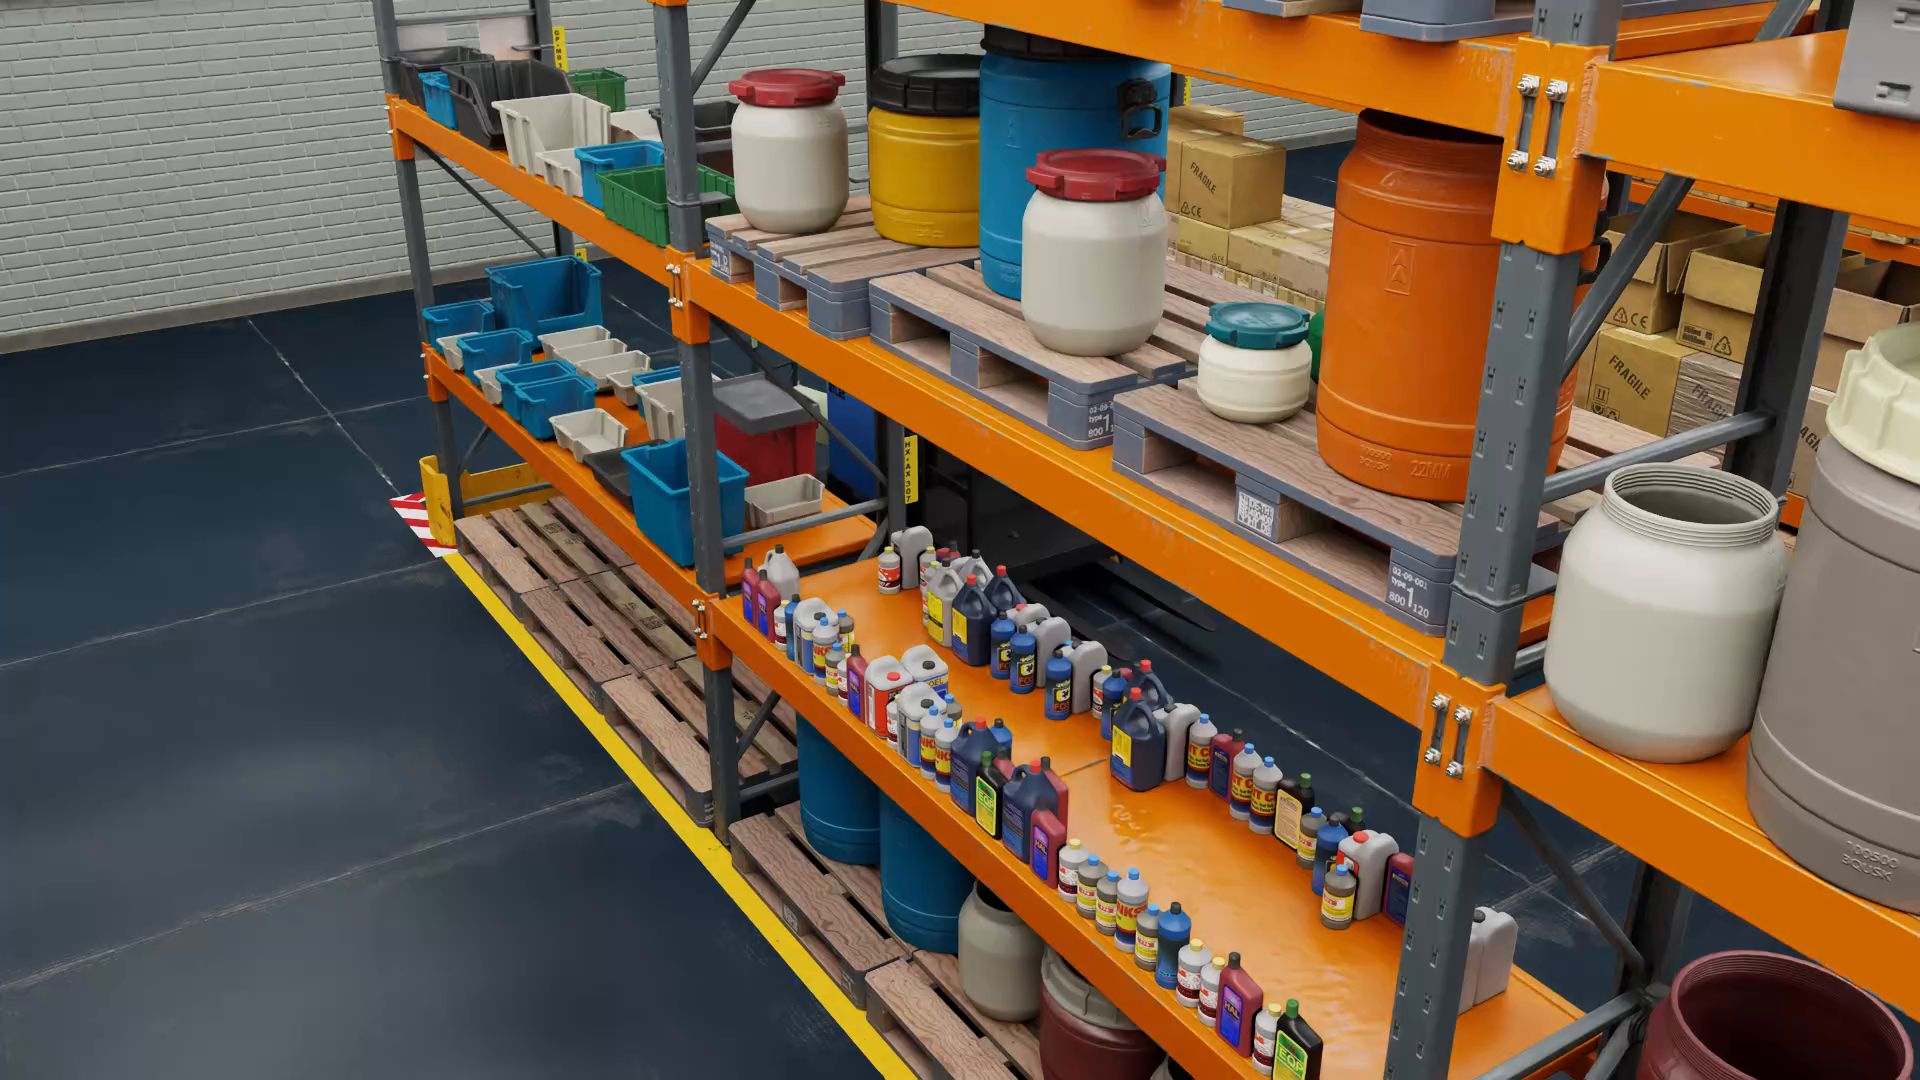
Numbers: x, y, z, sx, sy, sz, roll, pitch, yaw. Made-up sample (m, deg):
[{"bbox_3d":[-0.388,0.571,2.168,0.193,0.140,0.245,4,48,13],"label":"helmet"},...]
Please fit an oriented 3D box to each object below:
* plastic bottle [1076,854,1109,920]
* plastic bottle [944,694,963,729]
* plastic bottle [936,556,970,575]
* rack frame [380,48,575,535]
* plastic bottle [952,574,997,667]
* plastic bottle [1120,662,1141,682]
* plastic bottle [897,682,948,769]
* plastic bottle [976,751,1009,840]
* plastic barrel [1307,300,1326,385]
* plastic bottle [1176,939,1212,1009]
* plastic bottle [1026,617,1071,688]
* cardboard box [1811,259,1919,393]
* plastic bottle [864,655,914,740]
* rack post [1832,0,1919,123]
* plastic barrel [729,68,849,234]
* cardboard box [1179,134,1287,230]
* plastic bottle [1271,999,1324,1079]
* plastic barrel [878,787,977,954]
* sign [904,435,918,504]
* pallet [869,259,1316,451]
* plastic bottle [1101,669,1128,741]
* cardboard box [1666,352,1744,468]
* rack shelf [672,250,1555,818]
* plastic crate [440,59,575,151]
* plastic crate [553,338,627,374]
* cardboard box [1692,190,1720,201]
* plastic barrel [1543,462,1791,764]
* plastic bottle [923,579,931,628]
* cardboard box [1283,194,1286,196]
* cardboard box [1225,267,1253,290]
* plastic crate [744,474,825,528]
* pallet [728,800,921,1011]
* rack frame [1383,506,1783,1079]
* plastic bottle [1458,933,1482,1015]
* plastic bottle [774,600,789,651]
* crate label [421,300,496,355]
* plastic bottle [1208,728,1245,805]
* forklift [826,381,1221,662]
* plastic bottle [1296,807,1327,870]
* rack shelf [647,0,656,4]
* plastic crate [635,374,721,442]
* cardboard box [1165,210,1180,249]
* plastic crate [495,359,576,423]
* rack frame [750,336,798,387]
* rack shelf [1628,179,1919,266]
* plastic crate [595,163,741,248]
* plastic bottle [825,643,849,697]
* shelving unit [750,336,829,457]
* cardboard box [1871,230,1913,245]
[{"bbox_3d":[0.414,1.074,5.194,0.097,0.201,0.097,0,25,0],"label":"plastic bottle"},{"bbox_3d":[-0.039,0.658,6.074,0.097,0.201,0.097,0,25,0],"label":"plastic bottle"},{"bbox_3d":[-0.013,0.188,6.983,0.152,0.276,0.135,-16,29,-30],"label":"plastic bottle"},{"bbox_3d":[-2.882,-1.495,10.403,1.000,3.000,0.127,-16,29,-30],"label":"rack frame"},{"bbox_3d":[0.057,0.310,6.637,0.144,0.351,0.185,-16,29,-30],"label":"plastic bottle"},{"bbox_3d":[0.627,0.568,6.169,0.061,0.283,0.133,-16,29,-30],"label":"plastic bottle"},{"bbox_3d":[-0.133,0.660,5.983,0.152,0.276,0.135,-16,29,-30],"label":"plastic bottle"},{"bbox_3d":[0.109,0.851,5.569,0.061,0.283,0.133,-16,29,-30],"label":"plastic bottle"},{"bbox_3d":[1.099,-0.542,4.561,0.294,0.245,0.294,0,25,0],"label":"plastic barrel"},{"bbox_3d":[0.680,1.248,4.825,0.097,0.201,0.097,0,25,0],"label":"plastic bottle"},{"bbox_3d":[0.336,0.417,6.499,0.152,0.276,0.135,-16,29,-30],"label":"plastic bottle"},{"bbox_3d":[4.524,-1.024,8.113,0.797,0.503,0.637,-14,29,-28],"label":"cardboard box"},{"bbox_3d":[-0.260,0.577,6.158,0.152,0.276,0.135,-16,29,-30],"label":"plastic bottle"},{"bbox_3d":[2.522,-0.690,1.437,1.013,1.000,3.121,-16,29,-30],"label":"rack post"},{"bbox_3d":[-0.621,-1.425,6.091,0.433,0.535,0.433,0,25,0],"label":"plastic barrel"},{"bbox_3d":[1.864,-2.458,11.391,0.500,0.500,0.500,-16,30,-31],"label":"cardboard box"},{"bbox_3d":[0.907,1.374,4.462,0.061,0.283,0.133,-16,29,-30],"label":"plastic bottle"},{"bbox_3d":[-0.029,1.147,6.773,0.600,0.901,0.708,-16,29,-30],"label":"plastic barrel"},{"bbox_3d":[-0.237,-0.317,7.583,0.100,0.325,0.005,-16,29,-30],"label":"sign"},{"bbox_3d":[0.433,-0.673,5.369,1.003,0.211,1.213,-16,29,-30],"label":"pallet"},{"bbox_3d":[0.570,0.599,6.119,0.097,0.271,0.097,0,25,0],"label":"plastic bottle"},{"bbox_3d":[4.041,-0.682,8.564,0.500,0.500,0.500,-16,30,-31],"label":"cardboard box"},{"bbox_3d":[0.393,-0.380,5.370,1.077,0.370,4.000,-16,29,-30],"label":"rack shelf"},{"bbox_3d":[-2.278,-2.213,8.483,0.504,0.338,0.767,-16,29,-30],"label":"plastic crate"},{"bbox_3d":[-2.139,-1.046,9.691,0.396,0.136,0.243,-16,29,-30],"label":"plastic crate"},{"bbox_3d":[6.275,-2.917,13.710,0.380,0.149,0.250,-14,29,-28],"label":"cardboard box"},{"bbox_3d":[1.398,0.142,3.291,0.421,0.512,0.421,0,25,0],"label":"plastic barrel"},{"bbox_3d":[-0.108,0.258,6.923,0.097,0.201,0.097,0,25,0],"label":"plastic bottle"},{"bbox_3d":[2.031,-2.423,12.196,0.500,0.250,0.500,-16,30,-30],"label":"cardboard box"},{"bbox_3d":[2.026,-1.782,11.305,0.380,0.149,0.250,-16,30,-31],"label":"cardboard box"},{"bbox_3d":[-0.833,-0.172,7.839,0.396,0.136,0.243,-16,29,-30],"label":"plastic crate"},{"bbox_3d":[-0.312,1.483,7.362,1.003,0.211,1.213,-16,29,-30],"label":"pallet"},{"bbox_3d":[1.485,1.367,4.342,1.000,3.000,0.127,-16,29,-30],"label":"rack frame"},{"bbox_3d":[1.392,1.228,4.780,0.152,0.276,0.135,-16,29,-30],"label":"plastic bottle"},{"bbox_3d":[-0.705,0.341,6.747,0.097,0.201,0.097,0,25,0],"label":"plastic bottle"},{"bbox_3d":[-3.023,-1.281,10.076,0.416,0.233,0.303,-16,29,-30],"label":"crate label"},{"bbox_3d":[0.927,0.765,5.752,0.061,0.283,0.133,-16,29,-30],"label":"plastic bottle"},{"bbox_3d":[0.341,-1.099,9.646,1.130,2.935,3.031,-15,29,-29],"label":"forklift"},{"bbox_3d":[1.154,0.965,5.424,0.097,0.201,0.097,0,25,0],"label":"plastic bottle"},{"bbox_3d":[-1.790,-2.986,7.846,1.077,0.370,4.000,-16,29,-30],"label":"rack shelf"},{"bbox_3d":[-1.378,-0.627,8.633,0.437,0.282,0.530,-16,29,-30],"label":"plastic crate"},{"bbox_3d":[1.593,-2.297,11.929,0.500,0.250,0.500,-16,30,-30],"label":"cardboard box"},{"bbox_3d":[-2.304,-0.810,9.079,0.416,0.233,0.300,-16,29,-30],"label":"plastic crate"},{"bbox_3d":[-1.279,-1.184,11.502,0.023,1.500,0.400,21,32,37],"label":"rack frame"},{"bbox_3d":[6.570,-2.728,13.858,1.077,0.370,4.000,-16,29,-30],"label":"rack shelf"},{"bbox_3d":[-1.183,-1.406,6.949,0.450,0.188,0.662,-16,29,-30],"label":"plastic crate"},{"bbox_3d":[-0.472,0.494,6.423,0.097,0.201,0.097,0,25,0],"label":"plastic bottle"},{"bbox_3d":[-1.004,-1.081,11.283,0.755,1.500,0.431,21,32,37],"label":"shelving unit"},{"bbox_3d":[7.078,-2.339,12.485,0.380,0.149,0.250,-16,30,-31],"label":"cardboard box"}]
